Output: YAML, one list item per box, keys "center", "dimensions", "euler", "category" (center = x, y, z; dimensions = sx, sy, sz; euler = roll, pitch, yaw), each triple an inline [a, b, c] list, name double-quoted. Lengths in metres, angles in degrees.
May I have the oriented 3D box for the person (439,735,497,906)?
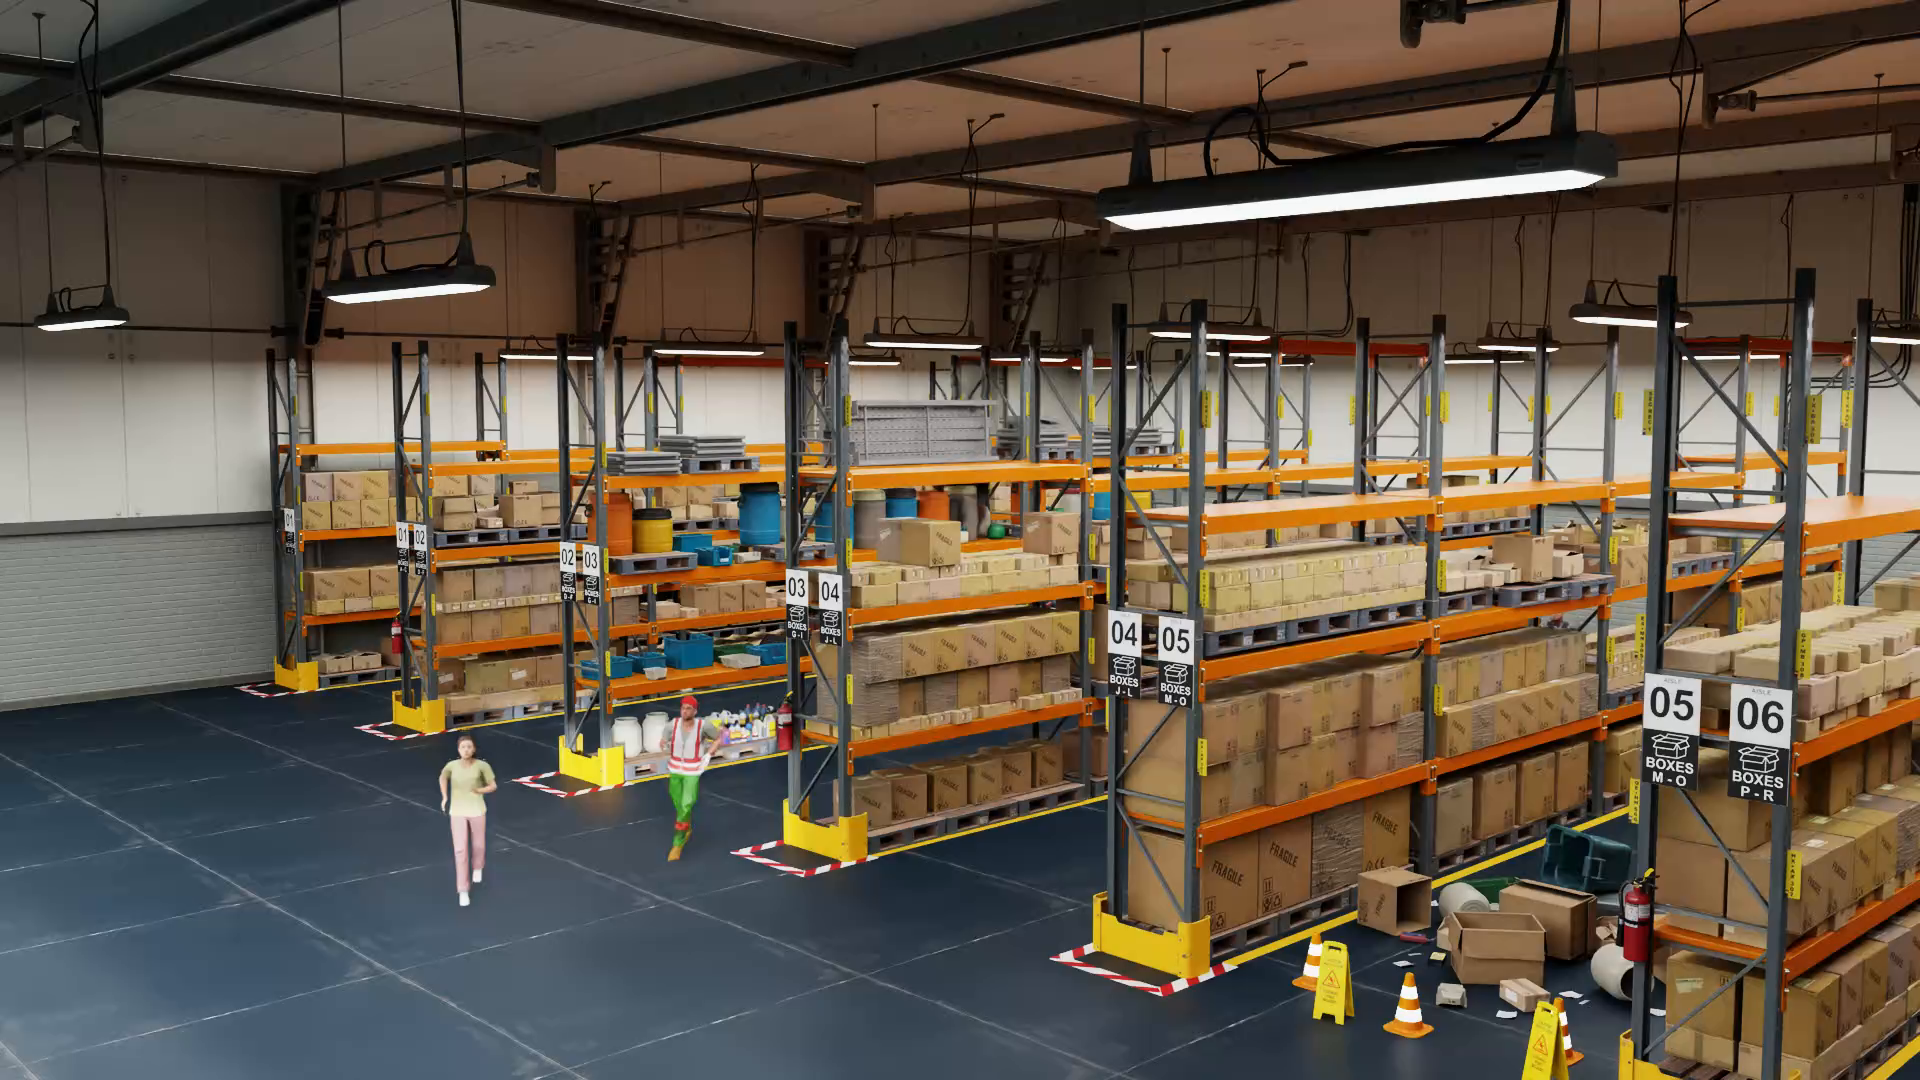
- center: [-5.054, 2.827, 17.100]
  dimensions: [0.574, 1.652, 0.927]
  euler: [-1, 5, -15]
  category: "person"

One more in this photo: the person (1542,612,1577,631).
- center: [9.860, 1.954, 27.355]
  dimensions: [0.655, 1.728, 0.905]
  euler: [4, 6, 38]
  category: "person"

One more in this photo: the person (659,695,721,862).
- center: [-3.073, 2.651, 18.782]
  dimensions: [0.650, 1.835, 0.790]
  euler: [1, 5, 13]
  category: "person"
